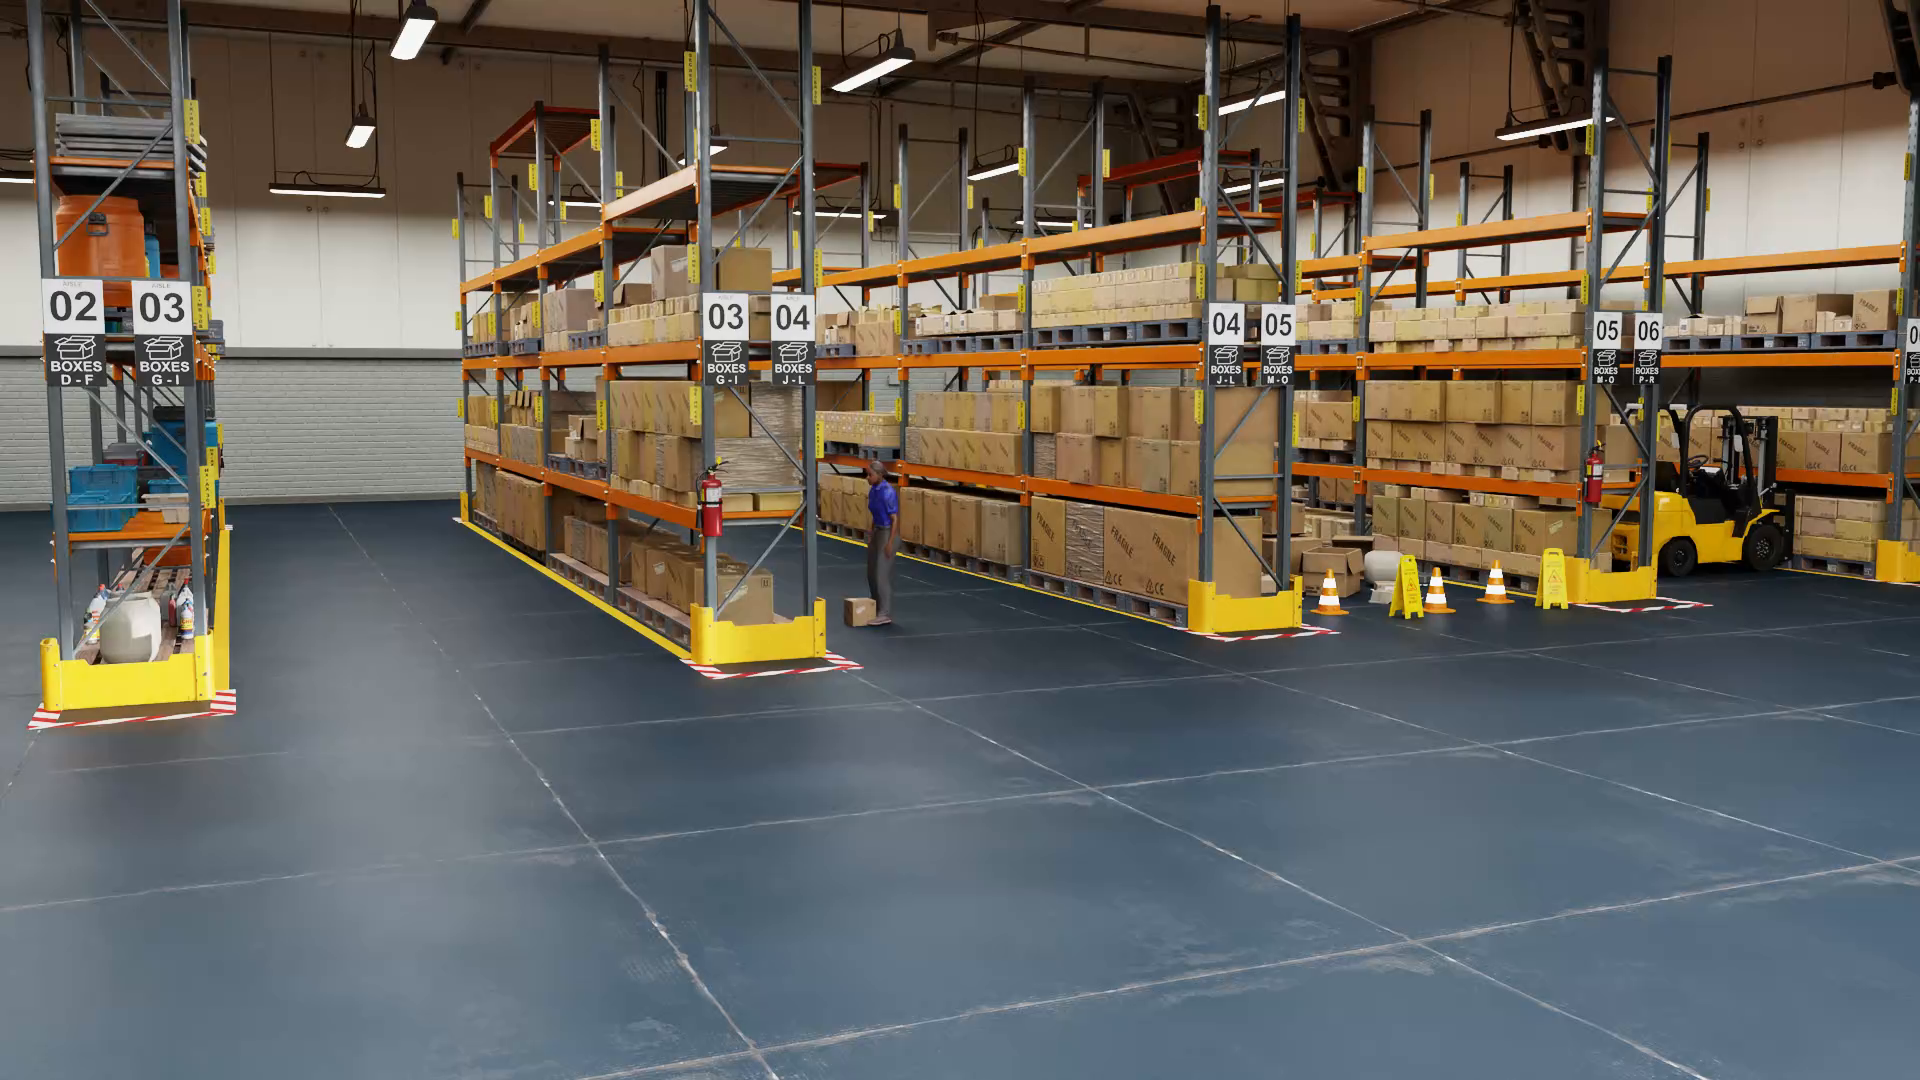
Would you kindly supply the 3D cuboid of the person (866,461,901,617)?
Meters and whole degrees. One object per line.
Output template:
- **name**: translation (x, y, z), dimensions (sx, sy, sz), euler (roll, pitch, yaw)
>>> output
- **person**: translation (-0.793, -0.014, 16.821), dimensions (0.350, 1.586, 0.500), euler (-3, 6, -27)
